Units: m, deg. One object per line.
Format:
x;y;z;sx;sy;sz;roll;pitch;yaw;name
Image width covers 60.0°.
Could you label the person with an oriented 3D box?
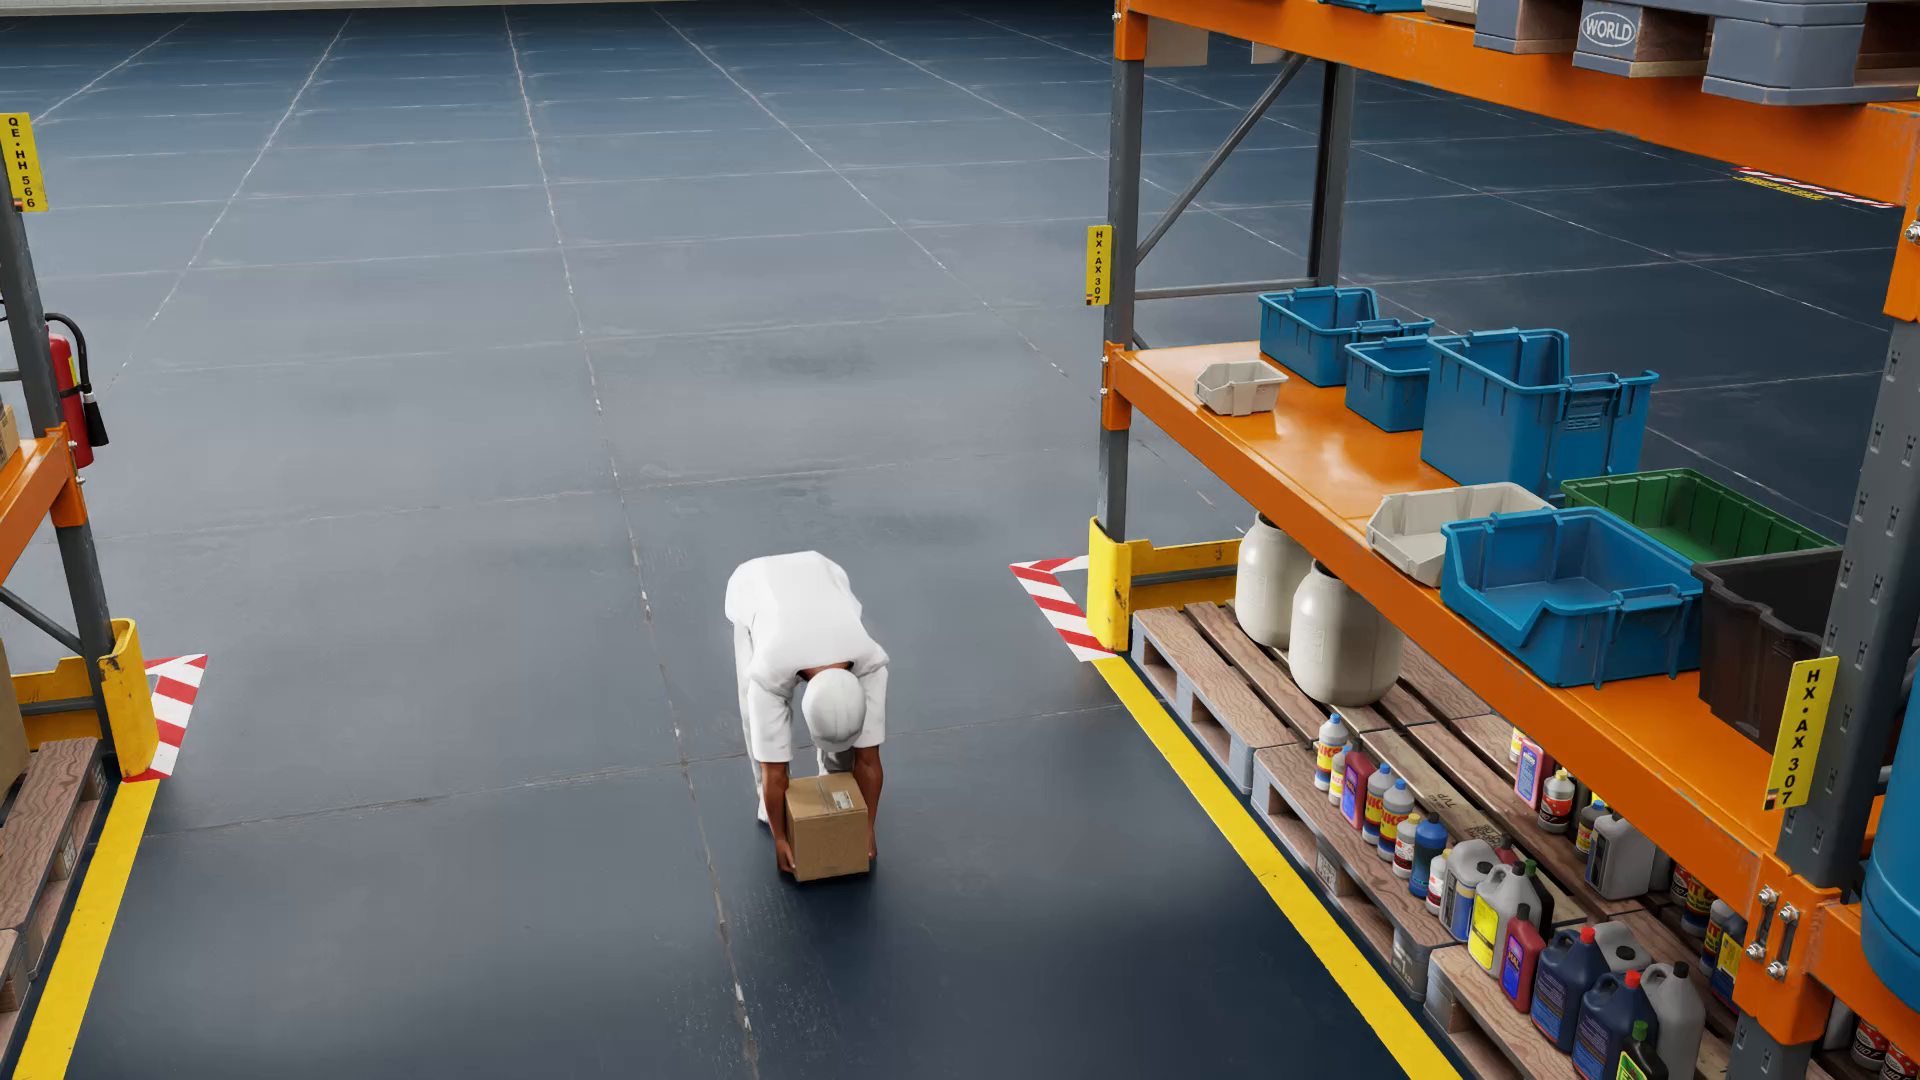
-0.511;0.576;5.758;0.499;0.939;0.975;-7;24;-17;person
